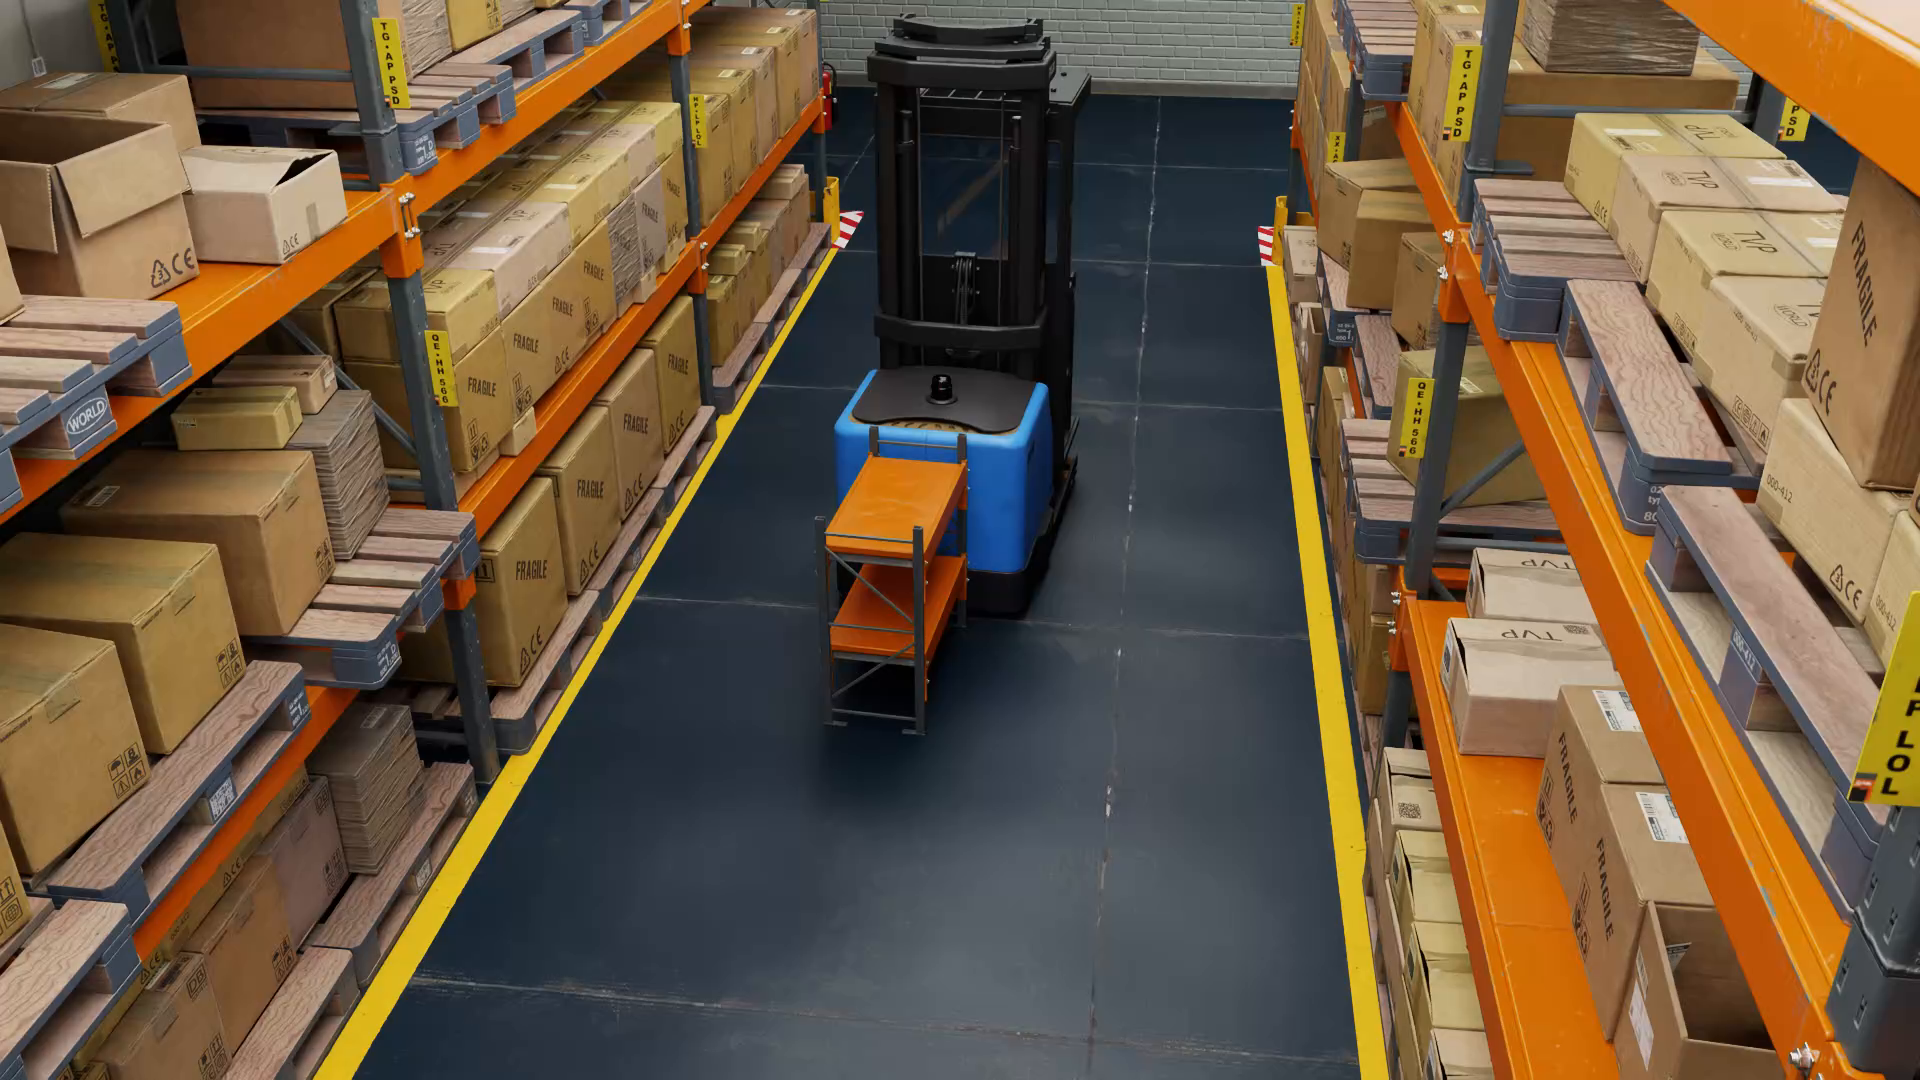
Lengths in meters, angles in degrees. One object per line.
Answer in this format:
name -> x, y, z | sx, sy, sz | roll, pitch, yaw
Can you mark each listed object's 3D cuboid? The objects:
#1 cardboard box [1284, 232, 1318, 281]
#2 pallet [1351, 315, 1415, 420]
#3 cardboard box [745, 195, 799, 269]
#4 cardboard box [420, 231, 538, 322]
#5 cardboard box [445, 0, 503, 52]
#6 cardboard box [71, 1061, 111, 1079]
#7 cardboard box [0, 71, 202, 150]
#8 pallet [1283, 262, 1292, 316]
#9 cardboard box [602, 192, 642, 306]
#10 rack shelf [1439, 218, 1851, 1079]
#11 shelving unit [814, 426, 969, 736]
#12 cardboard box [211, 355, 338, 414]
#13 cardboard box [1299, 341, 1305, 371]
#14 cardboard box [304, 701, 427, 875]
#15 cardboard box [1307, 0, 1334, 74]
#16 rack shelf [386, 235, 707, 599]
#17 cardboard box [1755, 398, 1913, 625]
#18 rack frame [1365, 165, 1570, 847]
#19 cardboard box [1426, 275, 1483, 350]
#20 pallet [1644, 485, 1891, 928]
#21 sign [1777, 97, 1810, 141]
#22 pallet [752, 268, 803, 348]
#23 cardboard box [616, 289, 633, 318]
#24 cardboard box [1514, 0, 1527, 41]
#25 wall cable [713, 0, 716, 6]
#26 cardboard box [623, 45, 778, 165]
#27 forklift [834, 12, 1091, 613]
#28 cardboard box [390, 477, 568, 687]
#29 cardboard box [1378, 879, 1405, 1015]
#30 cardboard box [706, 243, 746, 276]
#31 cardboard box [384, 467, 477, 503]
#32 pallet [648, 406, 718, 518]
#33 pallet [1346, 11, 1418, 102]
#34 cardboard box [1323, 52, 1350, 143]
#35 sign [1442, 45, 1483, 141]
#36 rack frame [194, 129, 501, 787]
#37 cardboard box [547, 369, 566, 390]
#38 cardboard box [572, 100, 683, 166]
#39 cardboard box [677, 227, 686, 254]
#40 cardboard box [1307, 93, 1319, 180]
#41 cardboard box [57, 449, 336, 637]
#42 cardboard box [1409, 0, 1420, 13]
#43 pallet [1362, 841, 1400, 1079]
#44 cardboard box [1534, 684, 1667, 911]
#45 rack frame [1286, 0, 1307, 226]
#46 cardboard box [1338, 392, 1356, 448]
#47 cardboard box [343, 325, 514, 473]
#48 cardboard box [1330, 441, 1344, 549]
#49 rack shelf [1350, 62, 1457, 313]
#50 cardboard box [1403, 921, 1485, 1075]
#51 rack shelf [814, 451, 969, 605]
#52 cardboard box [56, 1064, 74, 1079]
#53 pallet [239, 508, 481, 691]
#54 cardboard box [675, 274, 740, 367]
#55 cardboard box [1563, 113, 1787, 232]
cardboard box -> 2.844, -2.233, 13.167 | 0.500, 0.250, 0.500 | 3, 28, 6
pallet -> 2.507, -0.790, 8.255 | 1.003, 0.211, 1.213 | 3, 28, 6
cardboard box -> -1.711, -2.524, 13.465 | 0.700, 0.500, 0.500 | 3, 28, 6
cardboard box -> -2.267, -1.210, 7.603 | 0.500, 0.250, 0.500 | 3, 28, 5
cardboard box -> -2.547, -2.547, 7.582 | 0.700, 0.500, 0.500 | 5, 29, 9
cardboard box -> -3.046, 1.951, 5.137 | 0.700, 0.500, 0.500 | 3, 28, 5
cardboard box -> -2.960, -1.292, 5.697 | 0.500, 0.500, 0.500 | 3, 28, 6
pallet -> 3.148, -2.085, 13.399 | 1.003, 0.211, 1.213 | 3, 28, 6
cardboard box -> -2.082, -1.603, 9.122 | 0.500, 0.500, 0.500 | 3, 29, 6
rack shelf -> 2.029, -0.021, 4.222 | 1.077, 0.370, 4.000 | 3, 28, 6
shelving unit -> -0.313, 0.181, 8.229 | 0.538, 1.125, 1.048 | 5, 29, 10
cardboard box -> -2.656, -0.604, 6.455 | 0.380, 0.149, 0.250 | 0, 28, 0
cardboard box -> 2.538, -1.245, 11.440 | 0.380, 0.149, 0.250 | 3, 28, 6
cardboard box -> -2.680, 1.004, 6.895 | 0.700, 0.500, 0.500 | 4, 29, 7
cardboard box -> 2.881, -3.768, 12.422 | 0.500, 0.500, 0.500 | 4, 29, 7
rack shelf -> -2.398, -0.869, 8.959 | 1.077, 0.370, 4.000 | 3, 28, 6
cardboard box -> 1.933, -0.063, 3.257 | 0.500, 0.250, 0.500 | 1, 28, 1
rack frame -> 2.274, 0.042, 6.510 | 1.000, 3.000, 0.127 | 3, 28, 6
cardboard box -> 2.541, -0.910, 7.728 | 0.700, 0.500, 0.500 | 9, 30, 16
pallet -> 1.879, 0.272, 3.121 | 0.805, 0.209, 1.217 | 2, 28, 4
sign -> 2.823, -1.505, 5.590 | 0.100, 0.325, 0.005 | 3, 28, 6
pallet -> -1.835, -1.829, 12.923 | 1.003, 0.211, 1.213 | 3, 28, 6
cardboard box -> -2.067, -1.372, 9.377 | 0.380, 0.149, 0.250 | 3, 28, 6
cardboard box -> 2.396, -2.208, 6.364 | 0.500, 0.500, 0.500 | 3, 28, 6
wall cable -> -2.445, -5.115, 15.011 | 0.084, 1.984, 1.851 | 3, 28, 6
cardboard box -> -1.896, -3.200, 12.211 | 0.980, 0.700, 0.700 | 2, 28, 4
forklift -> 0.126, -1.583, 9.598 | 1.130, 2.935, 3.031 | 6, 29, 10
cardboard box -> -2.423, 0.178, 8.080 | 0.750, 0.750, 0.750 | 3, 28, 6
cardboard box -> 1.857, 1.533, 6.198 | 0.500, 0.250, 0.500 | 3, 28, 5
cardboard box -> -1.737, -1.994, 11.798 | 0.380, 0.149, 0.250 | 4, 29, 8
cardboard box -> -2.373, -0.284, 7.359 | 0.380, 0.149, 0.250 | 3, 28, 5
pallet -> -2.173, -0.532, 10.515 | 1.003, 0.211, 1.213 | 3, 28, 6
pallet -> 2.490, -2.288, 7.870 | 1.213, 0.211, 1.003 | 3, 28, 6
cardboard box -> 2.629, -2.820, 10.662 | 0.500, 0.500, 0.500 | 3, 28, 5
sign -> 1.735, -1.539, 5.737 | 0.100, 0.325, 0.005 | 3, 28, 6
rack frame -> -2.643, -0.245, 7.041 | 1.000, 3.000, 0.127 | 3, 28, 6
cardboard box -> -2.243, -0.892, 8.486 | 0.380, 0.149, 0.250 | 4, 29, 7
cardboard box -> -1.956, -2.407, 9.824 | 0.500, 0.250, 0.500 | 4, 29, 7
cardboard box -> -1.914, -1.850, 10.265 | 0.380, 0.149, 0.250 | 4, 29, 7
cardboard box -> 2.753, -2.860, 11.791 | 0.500, 0.500, 0.500 | 4, 29, 7
cardboard box -> -2.732, 0.004, 6.010 | 0.700, 0.500, 0.500 | 1, 28, 1
cardboard box -> 2.570, -2.886, 8.128 | 0.600, 0.600, 0.600 | 3, 28, 6
pallet -> 2.134, 1.654, 6.457 | 1.003, 0.211, 1.213 | 3, 28, 6
cardboard box -> 2.084, 0.788, 5.019 | 0.500, 0.500, 0.500 | 2, 28, 3
rack frame -> 3.254, -3.724, 13.500 | 1.000, 3.000, 0.127 | 3, 28, 6
cardboard box -> 2.340, -0.580, 9.046 | 0.500, 0.250, 0.500 | 3, 29, 6
cardboard box -> -2.330, -0.642, 7.339 | 0.500, 0.500, 0.500 | 4, 29, 8
cardboard box -> 2.340, -0.234, 9.194 | 0.500, 0.500, 0.500 | 4, 29, 7
rack shelf -> 2.519, -1.904, 7.717 | 1.077, 0.370, 4.000 | 3, 28, 6
cardboard box -> 1.797, 1.537, 5.599 | 0.500, 0.311, 0.500 | 3, 28, 5
rack shelf -> -0.313, -0.077, 8.090 | 0.538, 0.278, 1.000 | 5, 29, 10
cardboard box -> -3.009, 1.660, 4.887 | 0.500, 0.250, 0.500 | 3, 28, 5
pallet -> -2.625, 0.182, 6.453 | 1.213, 0.211, 1.003 | 3, 28, 6
cardboard box -> -1.960, -1.558, 11.672 | 0.700, 0.500, 0.500 | 4, 29, 7
cardboard box -> 2.274, -1.181, 5.332 | 0.500, 0.250, 0.500 | 1, 28, 2
